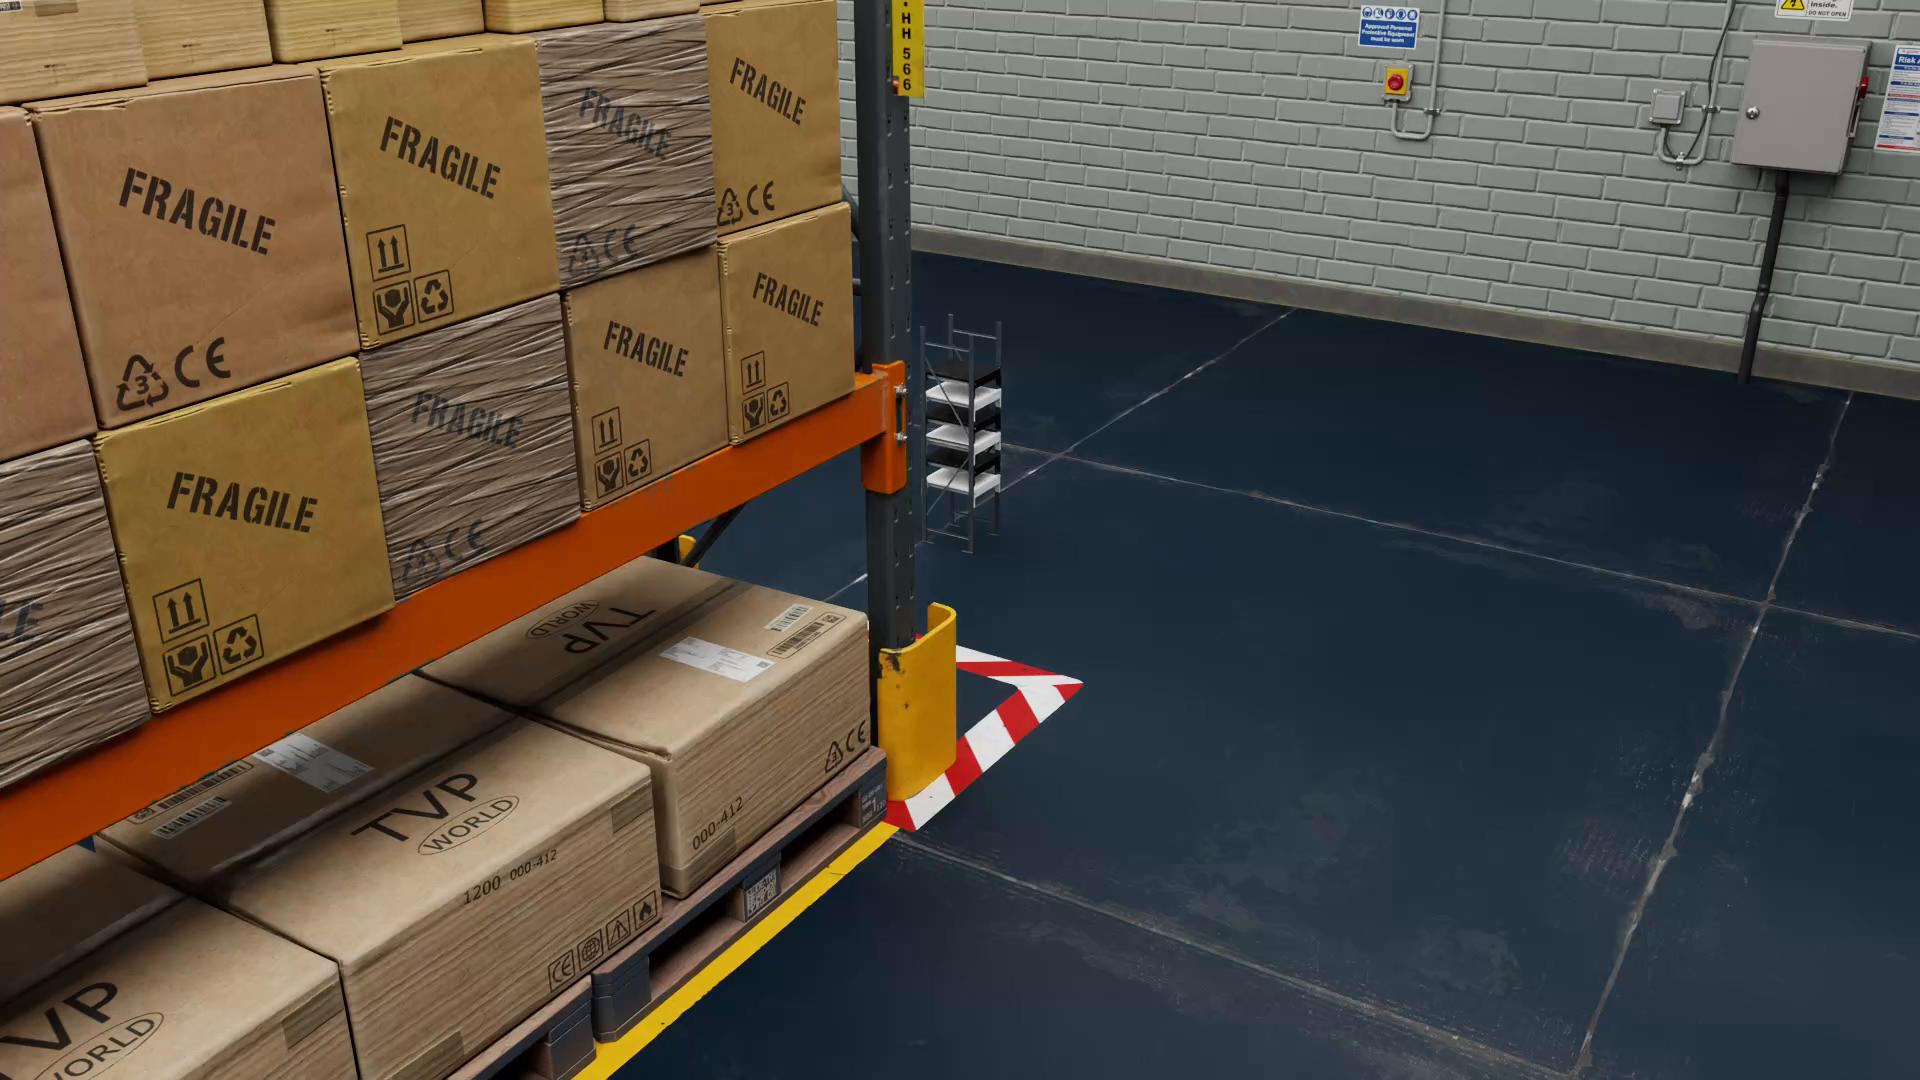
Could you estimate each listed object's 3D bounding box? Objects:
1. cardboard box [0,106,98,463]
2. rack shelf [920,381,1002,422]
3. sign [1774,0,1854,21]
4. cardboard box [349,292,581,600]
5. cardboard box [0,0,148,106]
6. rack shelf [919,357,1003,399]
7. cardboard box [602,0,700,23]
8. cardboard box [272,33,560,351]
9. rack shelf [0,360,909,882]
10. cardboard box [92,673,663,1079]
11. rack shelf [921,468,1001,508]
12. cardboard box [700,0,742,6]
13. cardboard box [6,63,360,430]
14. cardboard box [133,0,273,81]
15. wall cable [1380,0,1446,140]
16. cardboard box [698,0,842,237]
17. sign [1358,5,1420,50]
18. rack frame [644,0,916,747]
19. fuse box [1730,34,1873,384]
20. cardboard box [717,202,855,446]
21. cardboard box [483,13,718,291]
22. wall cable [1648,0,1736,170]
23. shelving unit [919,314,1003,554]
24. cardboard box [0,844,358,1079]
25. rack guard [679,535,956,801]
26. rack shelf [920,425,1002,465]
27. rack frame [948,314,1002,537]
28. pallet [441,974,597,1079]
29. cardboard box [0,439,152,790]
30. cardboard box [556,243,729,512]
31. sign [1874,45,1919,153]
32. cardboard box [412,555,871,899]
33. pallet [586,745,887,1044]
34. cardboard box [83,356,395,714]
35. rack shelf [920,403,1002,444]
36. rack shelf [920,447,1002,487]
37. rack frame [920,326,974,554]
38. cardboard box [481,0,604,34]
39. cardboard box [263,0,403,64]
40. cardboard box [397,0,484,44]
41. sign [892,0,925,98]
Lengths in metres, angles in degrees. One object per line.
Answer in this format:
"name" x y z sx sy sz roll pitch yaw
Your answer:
"cardboard box" -1.688 -0.365 2.434 0.500 0.500 0.500 14 27 30
"rack shelf" 0.004 -0.550 6.519 0.258 0.077 0.200 14 27 29
"sign" 4.138 -2.640 8.033 0.339 0.242 0.001 14 27 29
"cardboard box" -1.157 -0.247 3.418 0.500 0.500 0.500 15 27 30
"cardboard box" -1.490 -0.776 2.565 0.380 0.149 0.250 14 27 29
"rack shelf" 0.004 -0.633 6.484 0.258 0.077 0.200 14 27 29
"cardboard box" -0.784 -1.205 3.556 0.380 0.149 0.250 14 27 28
"cardboard box" -1.153 -0.704 3.217 0.500 0.500 0.500 14 27 29
"rack shelf" -1.642 0.244 3.316 1.077 0.370 4.000 14 27 29
"cardboard box" -1.326 0.777 3.877 0.875 0.438 0.875 15 27 30
"rack shelf" 0.004 -0.220 6.662 0.258 0.077 0.200 14 27 29
"cardboard box" -0.719 -1.310 3.798 0.380 0.149 0.250 14 27 30
"cardboard box" -1.420 -0.535 2.826 0.500 0.500 0.500 14 27 29
"cardboard box" -1.387 -0.873 2.791 0.380 0.149 0.250 15 27 31
"wall cable" 2.368 -3.150 8.931 0.585 1.953 0.123 14 27 29
"cardboard box" -0.639 -1.053 4.022 0.500 0.500 0.500 15 28 31
"sign" 2.359 -2.824 9.157 0.327 0.218 0.001 14 27 29
"rack frame" -0.587 -0.761 4.732 1.000 3.000 0.127 14 27 29
"fuse box" 4.075 -1.588 8.265 0.539 1.711 0.414 14 27 29
"cardboard box" -0.616 -0.589 4.208 0.500 0.500 0.500 14 27 29
"cardboard box" -0.890 -0.870 3.601 0.500 0.500 0.500 14 27 29
"wall cable" 3.579 -2.842 8.260 0.588 1.984 0.122 14 27 29
"shelving unit" 0.004 -0.416 6.578 0.258 0.900 0.210 14 27 29
"cardboard box" -1.803 1.081 3.175 0.875 0.438 0.875 13 27 27
"rack guard" -0.574 0.378 5.247 1.175 0.500 0.348 14 27 29
"rack shelf" 0.004 -0.385 6.591 0.258 0.077 0.200 14 27 29
"rack frame" 0.058 -0.450 6.657 0.240 0.900 0.006 14 27 29
"pallet" -1.586 1.215 3.677 1.003 0.211 1.213 14 27 29
"cardboard box" -1.690 0.104 2.608 0.500 0.500 0.500 14 27 29
"cardboard box" -0.894 -0.422 3.824 0.500 0.500 0.500 13 27 28
"sign" 4.604 -2.102 7.950 0.329 0.494 0.001 14 27 29
"cardboard box" -0.850 0.466 4.595 0.875 0.438 0.875 13 27 27
"pallet" -0.942 0.805 4.625 1.003 0.211 1.213 14 27 29
"cardboard box" -1.418 -0.070 3.009 0.500 0.500 0.500 15 27 30
"rack shelf" 0.004 -0.468 6.555 0.258 0.077 0.200 14 27 29
"rack shelf" 0.004 -0.303 6.627 0.258 0.077 0.200 14 27 29
"rack frame" -0.049 -0.381 6.498 0.240 0.900 0.006 14 27 29
"cardboard box" -0.952 -1.128 3.380 0.380 0.149 0.250 15 27 30
"cardboard box" -1.232 -0.958 2.986 0.380 0.149 0.250 15 27 30
"cardboard box" -1.150 -1.055 3.210 0.380 0.149 0.250 14 27 28
"sign" -0.133 -1.283 4.181 0.100 0.325 0.005 14 27 29
